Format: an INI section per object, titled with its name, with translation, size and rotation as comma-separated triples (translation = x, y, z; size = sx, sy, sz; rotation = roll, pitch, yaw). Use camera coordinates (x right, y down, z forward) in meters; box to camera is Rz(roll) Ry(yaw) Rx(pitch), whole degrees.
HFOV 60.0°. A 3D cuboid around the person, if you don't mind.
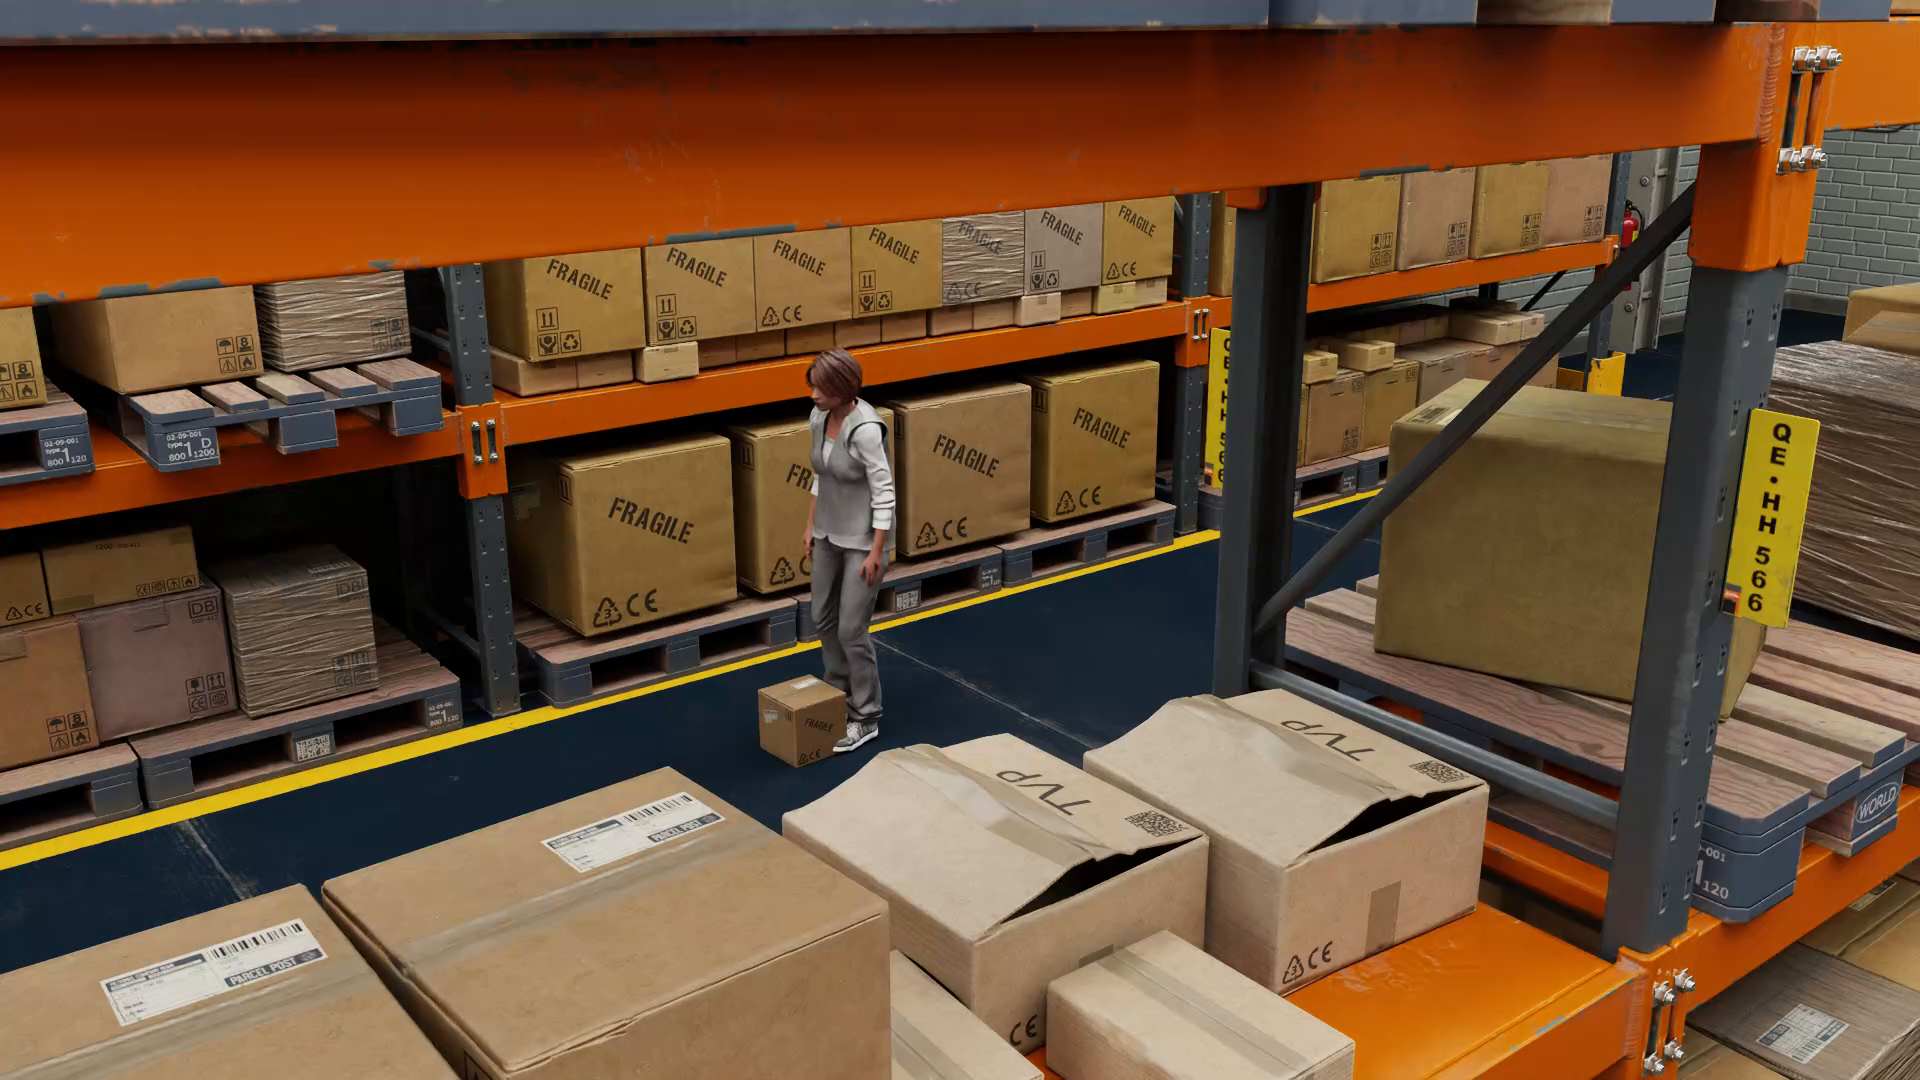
[person]
translation = -0.449, 0.033, 6.490
size = 0.376, 1.580, 0.466
rotation = -15, 23, -39
